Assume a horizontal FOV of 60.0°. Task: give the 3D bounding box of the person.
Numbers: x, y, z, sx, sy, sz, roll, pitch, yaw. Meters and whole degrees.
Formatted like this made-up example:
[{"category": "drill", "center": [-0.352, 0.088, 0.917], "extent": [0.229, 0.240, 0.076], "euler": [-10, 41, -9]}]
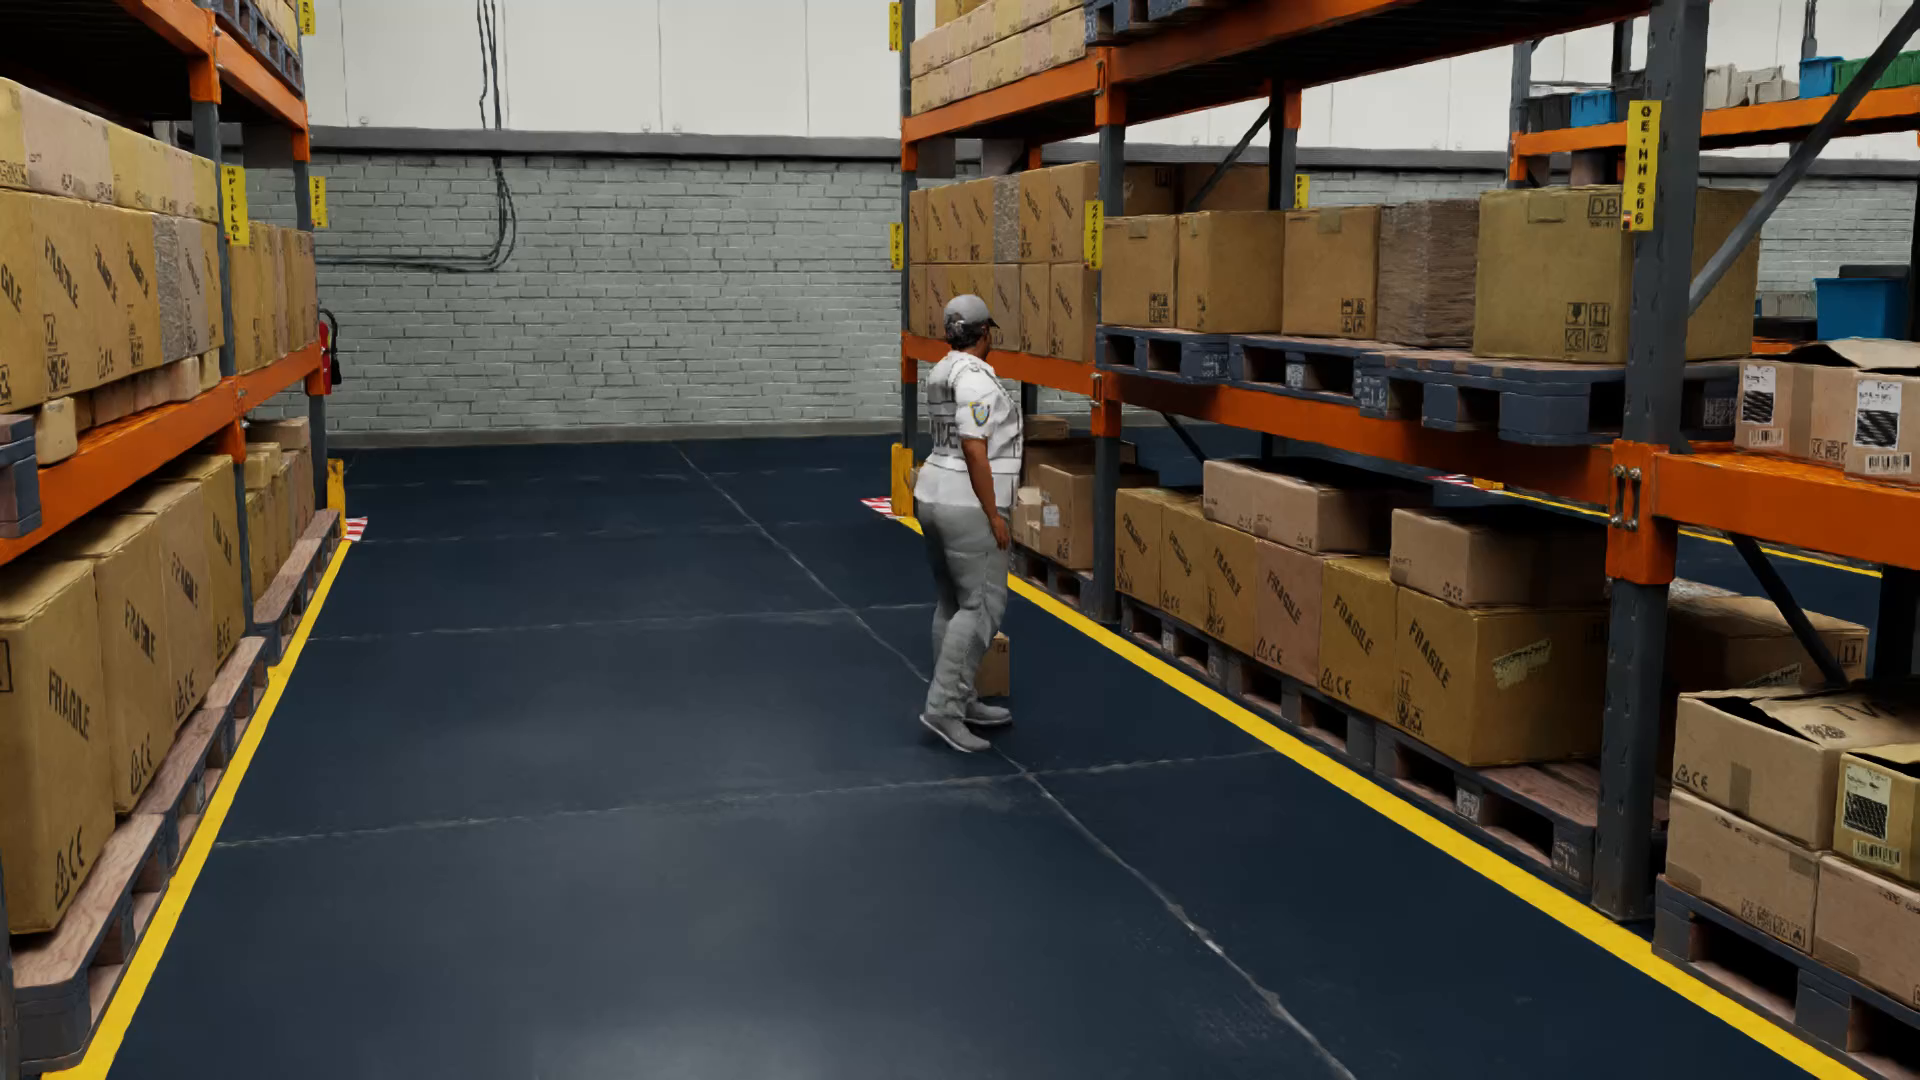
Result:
[{"category": "person", "center": [0.016, -0.075, 6.313], "extent": [0.434, 1.702, 0.521], "euler": [-3, 10, -19]}]
